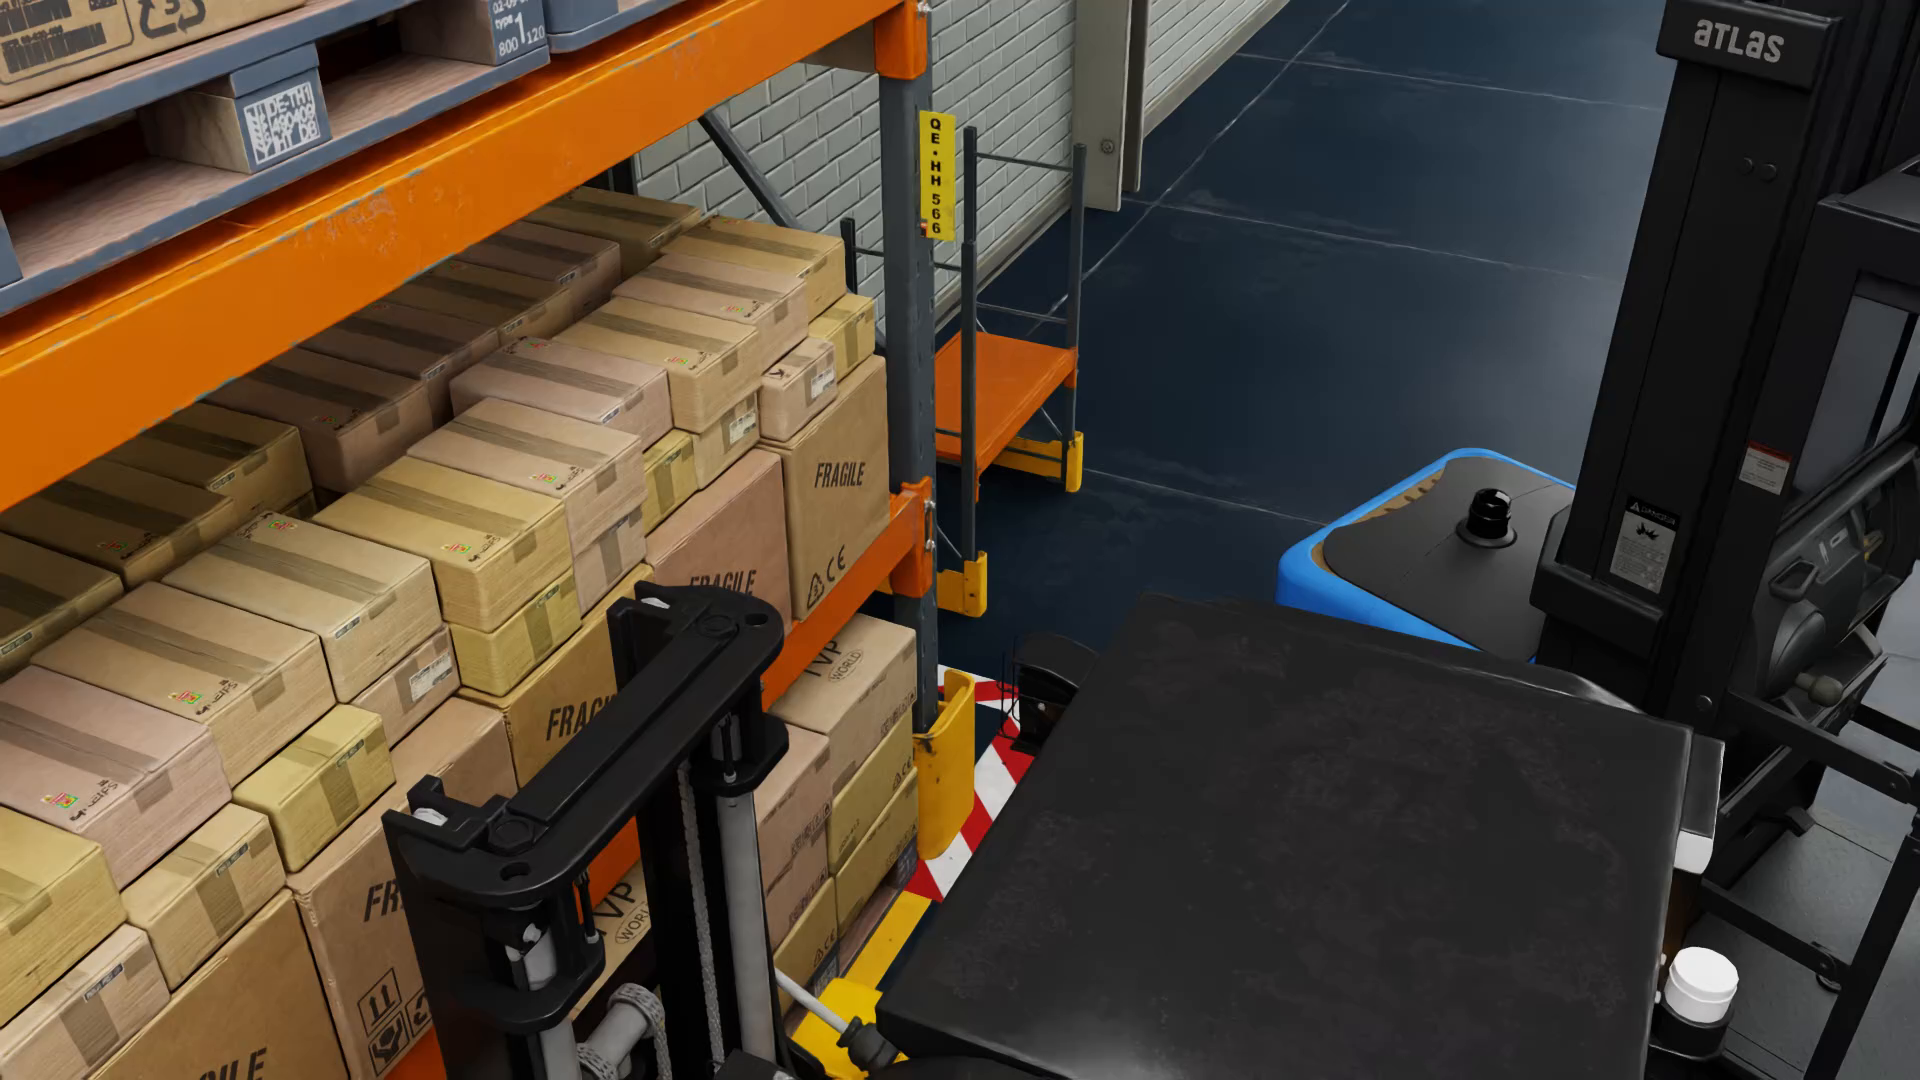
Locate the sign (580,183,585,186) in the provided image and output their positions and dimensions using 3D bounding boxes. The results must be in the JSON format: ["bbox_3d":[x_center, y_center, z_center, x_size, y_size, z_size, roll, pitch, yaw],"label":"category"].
[{"bbox_3d":[-1.047,-0.971,4.633,0.100,0.325,0.005,14,36,20],"label":"sign"}]

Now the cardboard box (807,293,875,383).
[{"bbox_3d":[-0.436,-0.521,4.127,0.380,0.149,0.250,15,36,21],"label":"cardboard box"}]

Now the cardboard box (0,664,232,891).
[{"bbox_3d":[-1.349,0.359,2.513,0.380,0.149,0.250,14,36,20],"label":"cardboard box"}]

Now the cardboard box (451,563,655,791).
[{"bbox_3d":[-0.952,0.330,3.420,0.500,0.500,0.500,13,36,20],"label":"cardboard box"}]

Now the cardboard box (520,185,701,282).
[{"bbox_3d":[-0.880,-0.764,4.226,0.380,0.149,0.250,13,36,20],"label":"cardboard box"}]

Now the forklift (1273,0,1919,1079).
[{"bbox_3d":[2.259,0.130,3.878,1.130,2.935,3.031,-27,42,-34],"label":"forklift"}]

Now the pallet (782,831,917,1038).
[{"bbox_3d":[-0.827,1.111,4.862,1.003,0.211,1.213,14,36,20],"label":"pallet"}]

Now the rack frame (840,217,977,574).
[{"bbox_3d":[-0.177,-0.417,6.017,0.500,1.500,0.032,14,36,20],"label":"rack frame"}]

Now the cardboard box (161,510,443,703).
[{"bbox_3d":[-1.140,0.109,2.894,0.380,0.149,0.250,15,36,21],"label":"cardboard box"}]

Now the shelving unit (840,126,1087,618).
[{"bbox_3d":[0.032,-0.665,6.397,0.587,1.500,1.083,14,36,20],"label":"shelving unit"}]

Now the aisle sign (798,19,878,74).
[{"bbox_3d":[-0.251,-1.498,3.928,0.394,0.787,0.004,14,36,20],"label":"aisle sign"}]

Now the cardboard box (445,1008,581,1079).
[{"bbox_3d":[-1.084,1.172,3.440,0.500,0.250,0.500,13,36,20],"label":"cardboard box"}]

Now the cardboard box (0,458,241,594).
[{"bbox_3d":[-1.553,-0.001,3.061,0.380,0.149,0.250,14,36,21],"label":"cardboard box"}]

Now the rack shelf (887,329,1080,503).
[{"bbox_3d":[0.036,-0.519,6.502,0.538,0.185,1.000,14,36,20],"label":"rack shelf"}]

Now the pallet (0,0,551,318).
[{"bbox_3d":[-1.374,-0.707,2.437,1.003,0.211,1.213,14,36,20],"label":"pallet"}]

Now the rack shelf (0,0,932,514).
[{"bbox_3d":[-1.382,-0.403,2.549,1.077,0.370,4.000,14,36,20],"label":"rack shelf"}]

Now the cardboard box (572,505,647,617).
[{"bbox_3d":[-0.863,-0.007,3.343,0.380,0.149,0.250,13,35,19],"label":"cardboard box"}]

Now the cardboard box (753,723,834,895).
[{"bbox_3d":[-0.663,0.667,4.209,0.500,0.250,0.500,15,36,21],"label":"cardboard box"}]

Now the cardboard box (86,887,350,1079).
[{"bbox_3d":[-1.382,0.828,2.660,0.500,0.500,0.500,14,36,20],"label":"cardboard box"}]

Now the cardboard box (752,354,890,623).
[{"bbox_3d":[-0.512,-0.182,4.200,0.500,0.500,0.500,13,36,19],"label":"cardboard box"}]

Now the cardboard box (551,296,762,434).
[{"bbox_3d":[-0.663,-0.389,3.654,0.380,0.149,0.250,15,36,22],"label":"cardboard box"}]

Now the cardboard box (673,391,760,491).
[{"bbox_3d":[-0.680,-0.272,3.747,0.380,0.149,0.250,15,36,21],"label":"cardboard box"}]

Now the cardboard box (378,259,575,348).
[{"bbox_3d":[-1.117,-0.507,3.834,0.380,0.149,0.250,15,36,21],"label":"cardboard box"}]

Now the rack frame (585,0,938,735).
[{"bbox_3d":[-0.545,-0.445,4.693,1.000,3.000,0.127,14,36,20],"label":"rack frame"}]

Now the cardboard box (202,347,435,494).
[{"bbox_3d":[-1.322,-0.250,3.442,0.380,0.149,0.250,15,36,22],"label":"cardboard box"}]

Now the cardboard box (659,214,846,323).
[{"bbox_3d":[-0.504,-0.656,4.061,0.380,0.149,0.250,14,36,21],"label":"cardboard box"}]

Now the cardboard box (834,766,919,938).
[{"bbox_3d":[-0.455,0.836,4.865,0.500,0.250,0.500,14,36,21],"label":"cardboard box"}]

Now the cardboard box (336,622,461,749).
[{"bbox_3d":[-1.136,0.227,2.986,0.380,0.149,0.250,14,36,20],"label":"cardboard box"}]

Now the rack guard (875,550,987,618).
[{"bbox_3d":[-0.176,0.106,6.361,0.587,0.250,0.087,14,36,20],"label":"rack guard"}]

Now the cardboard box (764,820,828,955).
[{"bbox_3d":[-0.684,0.881,4.339,0.500,0.250,0.500,14,36,20],"label":"cardboard box"}]

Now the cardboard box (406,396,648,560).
[{"bbox_3d":[-0.843,-0.127,3.255,0.380,0.149,0.250,15,36,22],"label":"cardboard box"}]

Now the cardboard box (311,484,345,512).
[{"bbox_3d":[-1.416,-0.159,3.575,0.380,0.149,0.250,15,36,21],"label":"cardboard box"}]

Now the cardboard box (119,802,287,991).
[{"bbox_3d":[-1.285,0.505,2.562,0.380,0.149,0.250,13,35,19],"label":"cardboard box"}]
